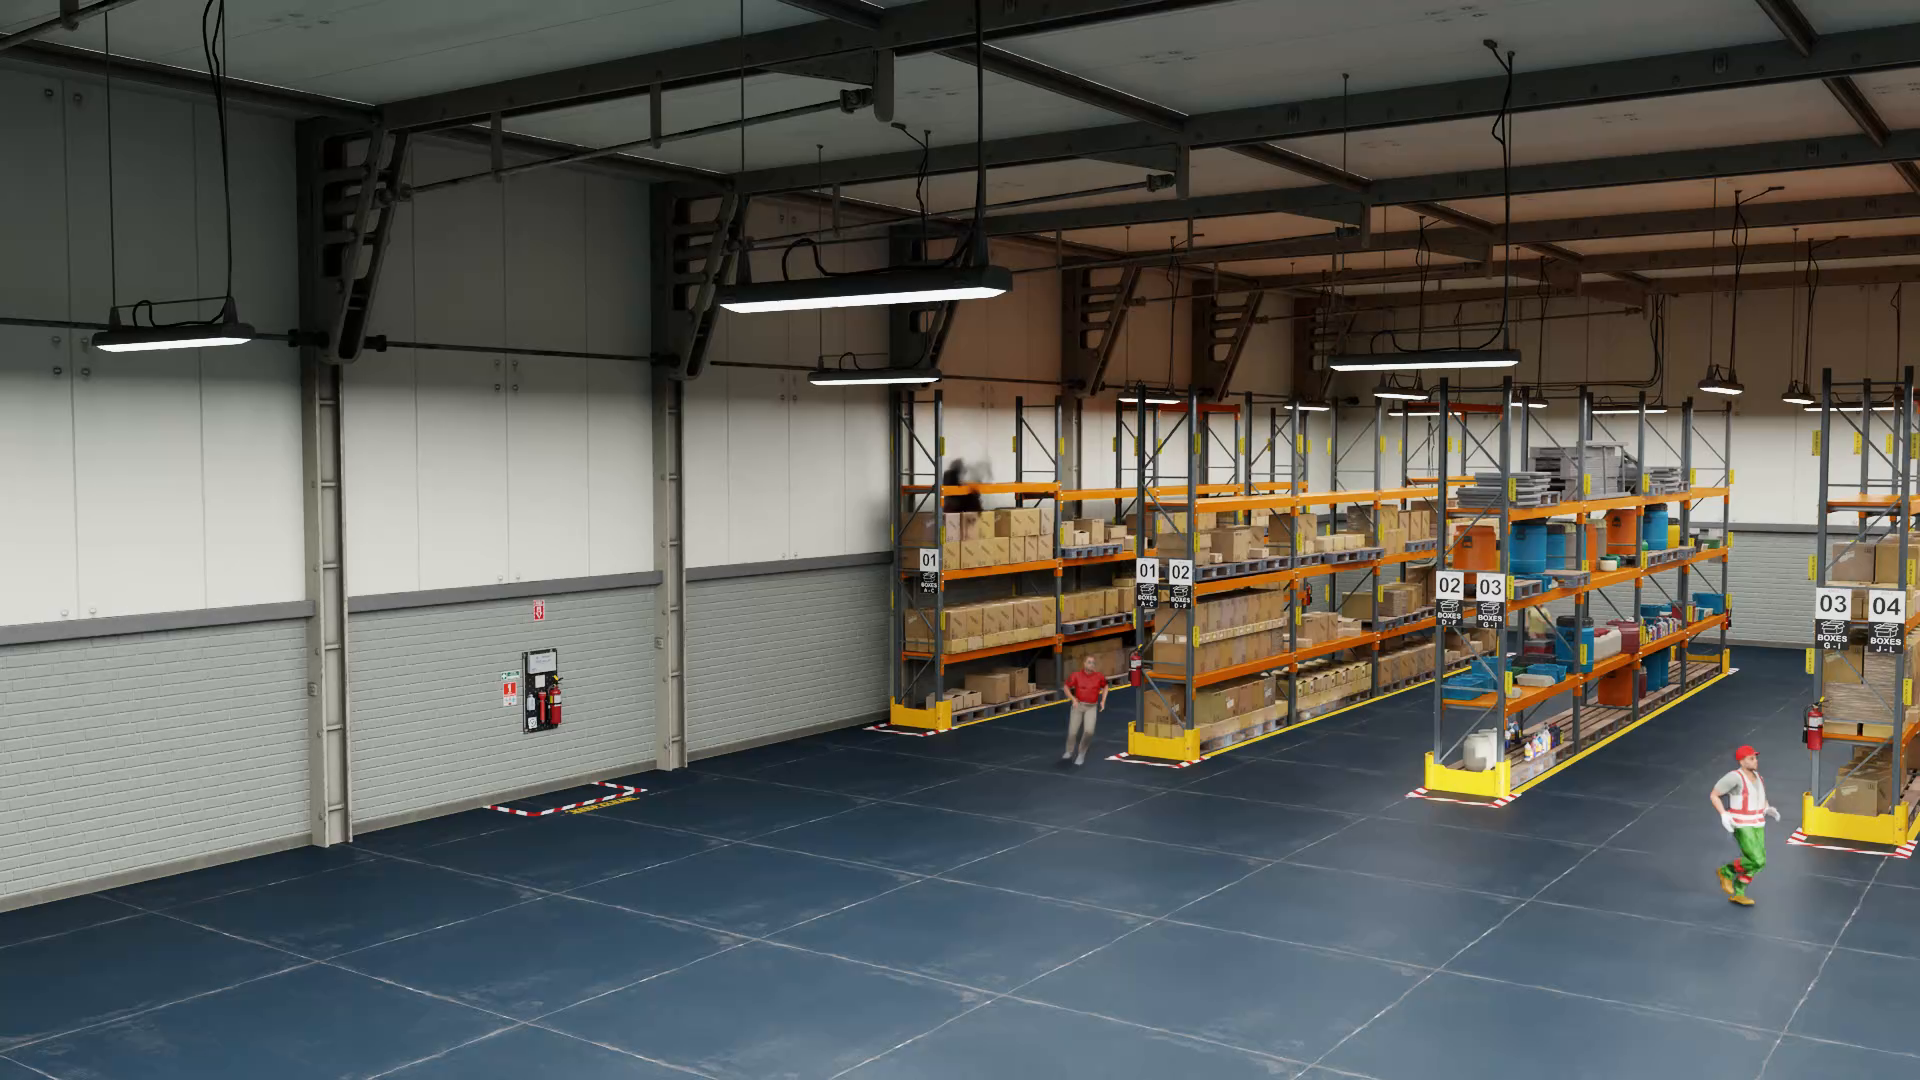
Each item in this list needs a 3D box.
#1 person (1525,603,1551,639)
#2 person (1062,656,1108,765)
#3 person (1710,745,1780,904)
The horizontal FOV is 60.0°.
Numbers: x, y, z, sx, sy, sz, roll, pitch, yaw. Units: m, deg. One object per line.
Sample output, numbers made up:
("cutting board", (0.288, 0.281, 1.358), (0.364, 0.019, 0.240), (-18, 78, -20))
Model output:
("person", (12.803, 2.013, 36.842), (0.559, 1.573, 0.758), (1, 4, 24))
("person", (1.977, 2.696, 26.278), (0.712, 1.735, 0.662), (0, 3, 1))
("person", (8.588, 3.111, 18.094), (0.656, 1.739, 0.587), (-2, 4, -27))
